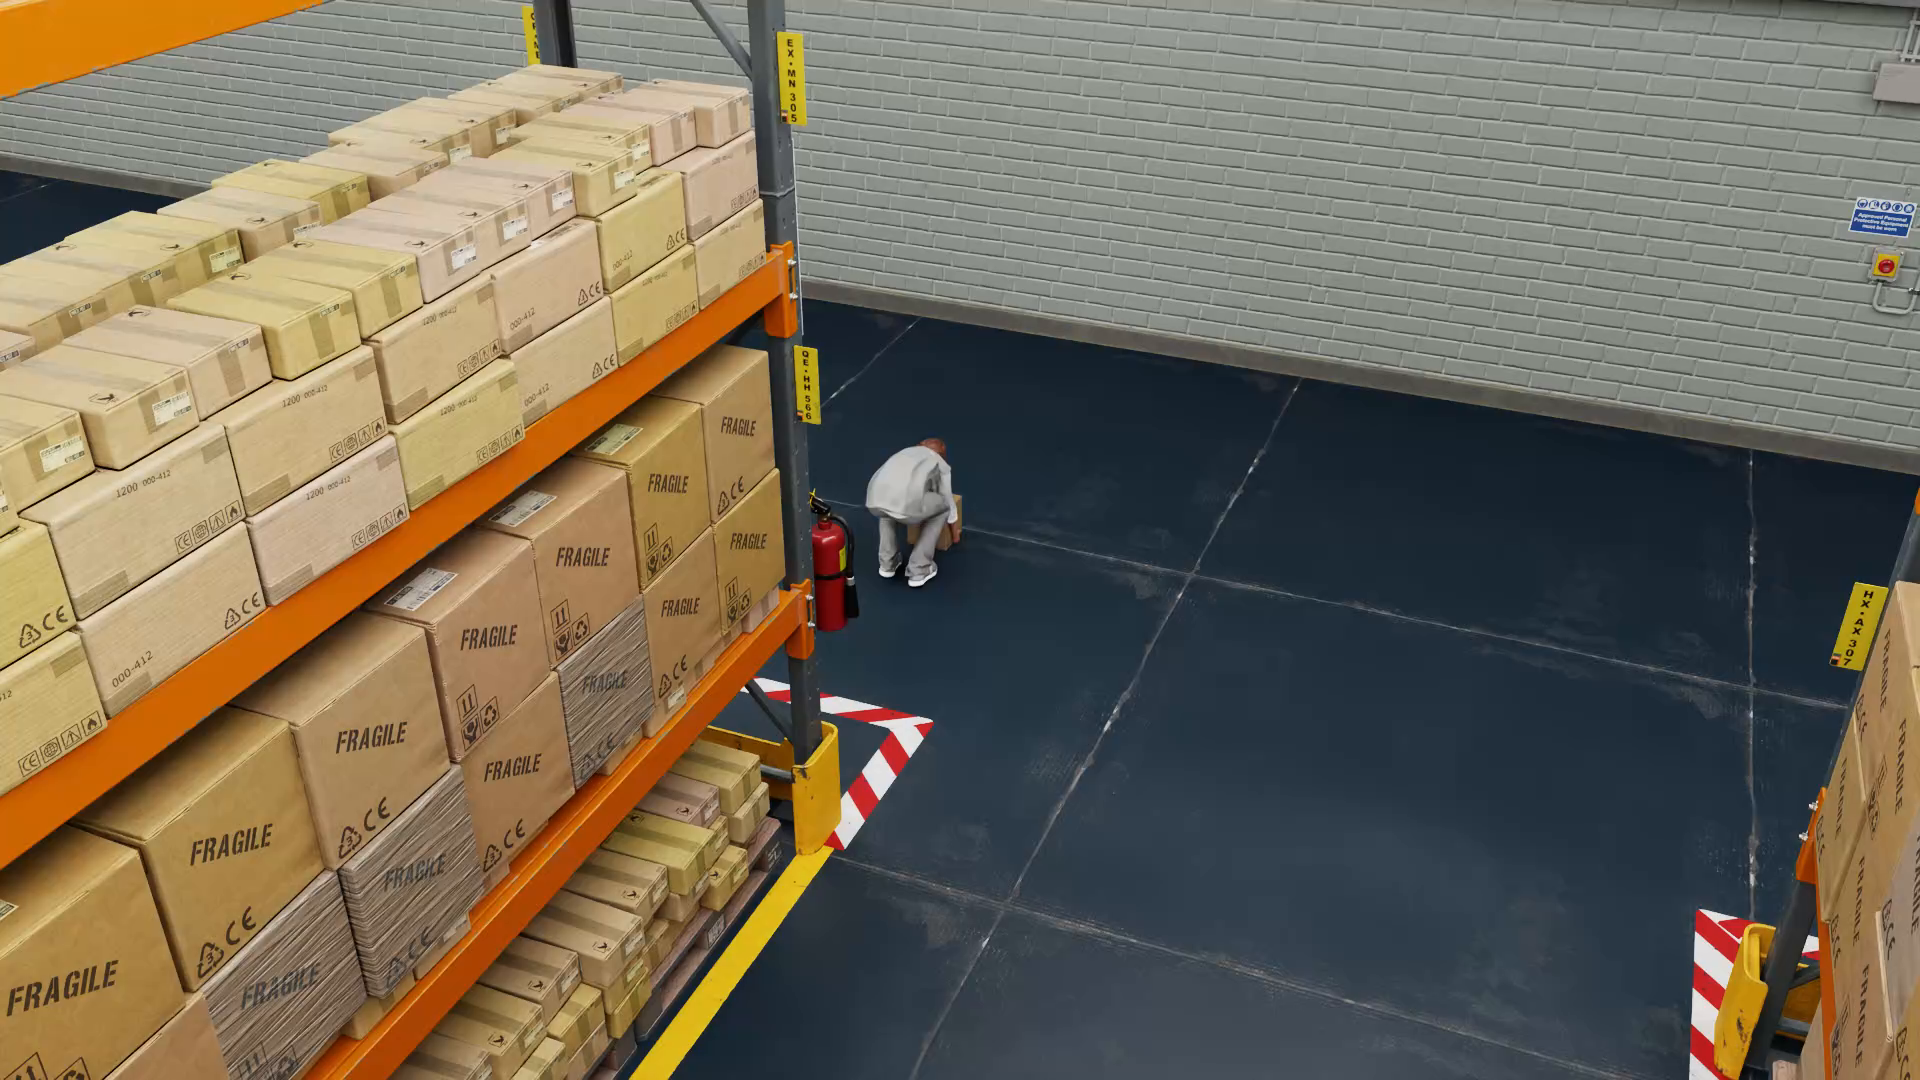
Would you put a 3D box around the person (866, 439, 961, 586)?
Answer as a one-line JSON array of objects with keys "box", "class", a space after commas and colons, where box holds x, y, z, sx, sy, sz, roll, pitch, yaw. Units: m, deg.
[{"box": [-0.266, -0.182, 9.572, 0.422, 0.777, 0.871, 10, 32, 17], "class": "person"}]
